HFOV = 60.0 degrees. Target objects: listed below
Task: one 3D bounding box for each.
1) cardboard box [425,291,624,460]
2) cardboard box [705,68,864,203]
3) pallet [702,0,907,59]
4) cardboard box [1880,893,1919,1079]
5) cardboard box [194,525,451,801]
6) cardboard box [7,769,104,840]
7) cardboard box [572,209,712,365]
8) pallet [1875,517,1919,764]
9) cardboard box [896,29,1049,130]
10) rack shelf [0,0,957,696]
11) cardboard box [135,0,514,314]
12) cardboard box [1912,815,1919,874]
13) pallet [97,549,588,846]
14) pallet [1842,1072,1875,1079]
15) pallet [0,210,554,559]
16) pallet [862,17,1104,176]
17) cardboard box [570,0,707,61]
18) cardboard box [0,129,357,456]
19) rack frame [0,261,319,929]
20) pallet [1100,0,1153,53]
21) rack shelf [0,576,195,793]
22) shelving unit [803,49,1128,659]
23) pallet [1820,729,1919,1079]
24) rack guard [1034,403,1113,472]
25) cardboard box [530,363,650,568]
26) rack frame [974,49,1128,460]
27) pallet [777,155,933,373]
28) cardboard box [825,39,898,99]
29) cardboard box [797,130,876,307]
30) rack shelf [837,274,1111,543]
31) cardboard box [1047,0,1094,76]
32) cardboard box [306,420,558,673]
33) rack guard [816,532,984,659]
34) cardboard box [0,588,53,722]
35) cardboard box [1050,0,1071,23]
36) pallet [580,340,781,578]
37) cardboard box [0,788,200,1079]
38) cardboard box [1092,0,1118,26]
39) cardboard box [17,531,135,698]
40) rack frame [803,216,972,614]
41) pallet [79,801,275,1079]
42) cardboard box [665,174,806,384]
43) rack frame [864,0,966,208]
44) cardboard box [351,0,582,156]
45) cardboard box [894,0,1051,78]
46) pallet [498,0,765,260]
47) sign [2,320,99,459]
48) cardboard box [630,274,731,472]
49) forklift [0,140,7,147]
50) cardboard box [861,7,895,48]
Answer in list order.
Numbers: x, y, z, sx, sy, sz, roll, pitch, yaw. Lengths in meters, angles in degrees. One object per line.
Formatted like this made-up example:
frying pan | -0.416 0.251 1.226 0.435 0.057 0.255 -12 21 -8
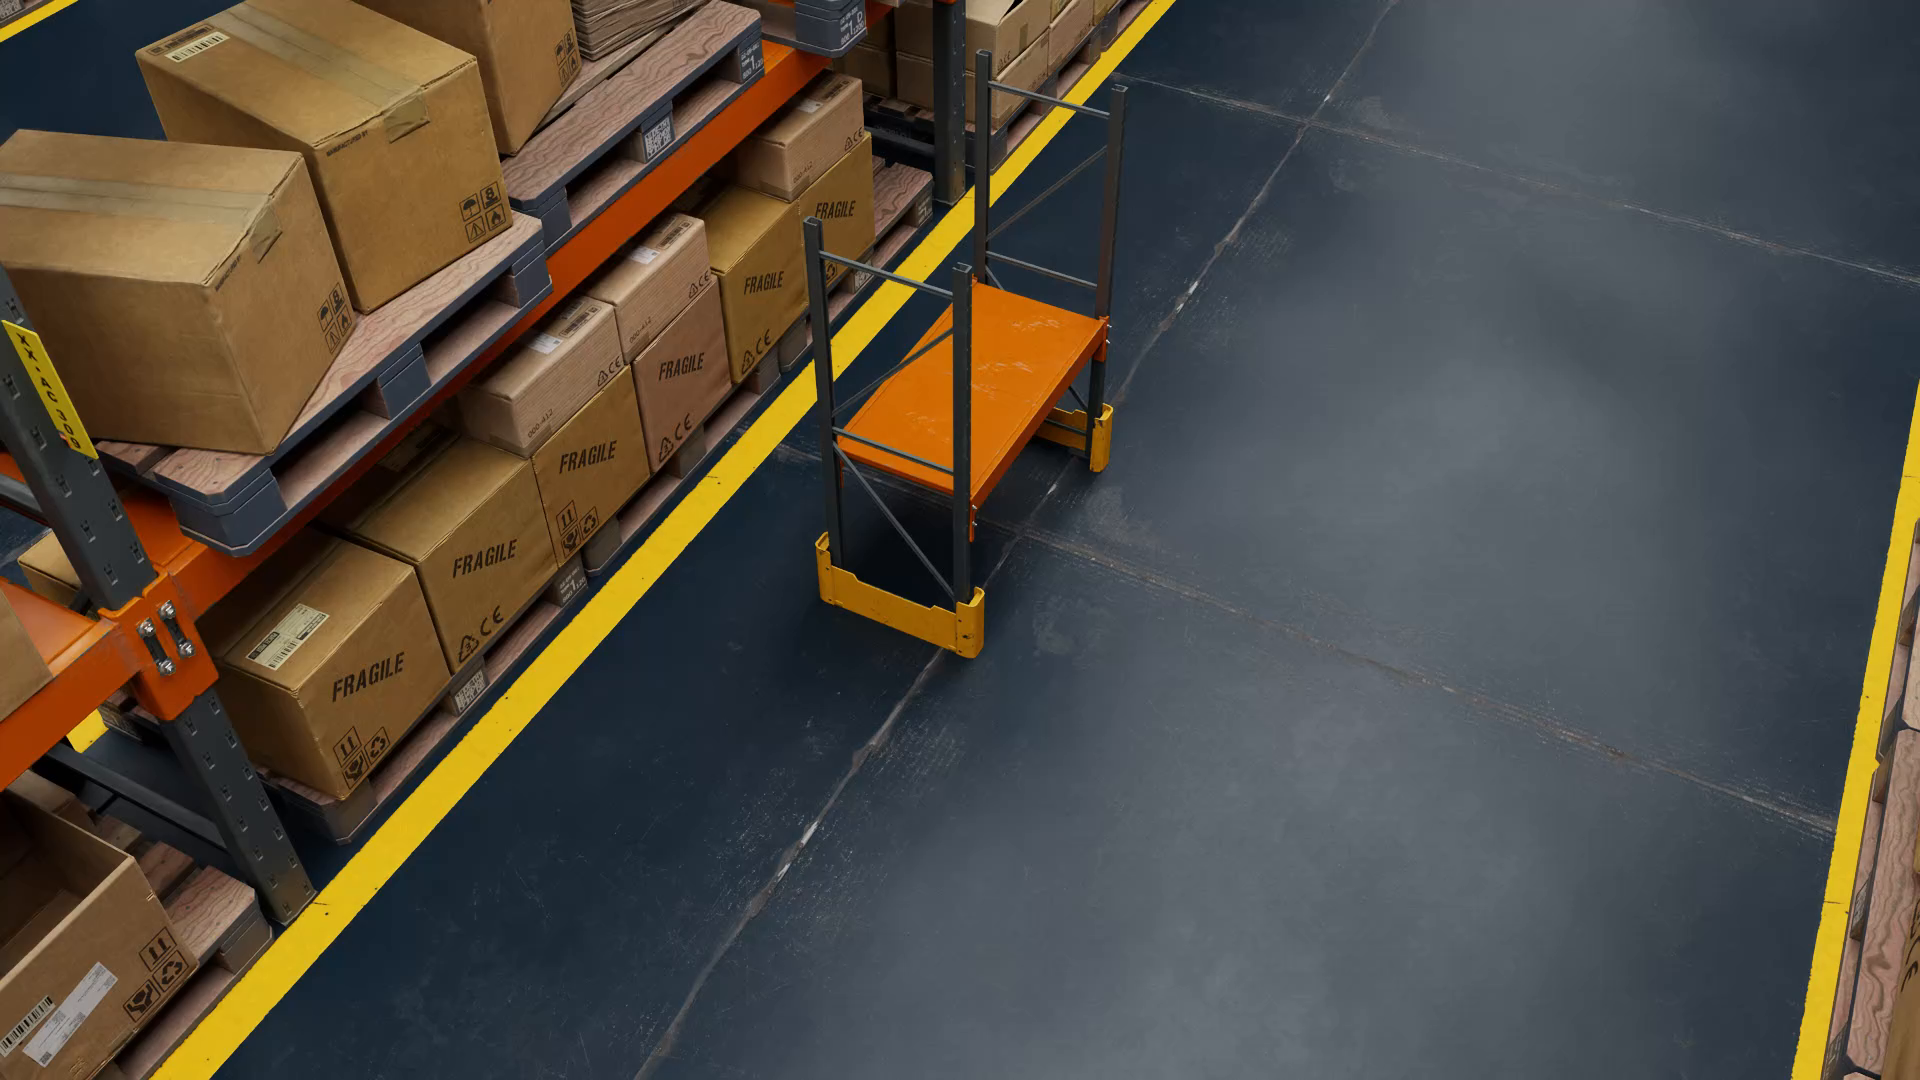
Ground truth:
cardboard box | -1.398 -0.561 5.116 0.500 0.250 0.500 21 49 19
cardboard box | -0.695 -1.523 6.067 0.500 0.250 0.500 22 49 21
pallet | -0.699 -2.169 5.920 1.213 0.211 1.003 20 49 19
cardboard box | 2.683 1.061 3.809 0.750 0.750 0.750 22 49 20
cardboard box | -1.863 0.333 4.760 0.500 0.500 0.500 18 48 17
cardboard box | -2.689 0.816 4.415 0.500 0.311 0.500 20 49 19
cardboard box | -1.166 -0.877 5.429 0.500 0.250 0.500 20 49 18
pallet | 3.510 0.398 5.208 1.003 0.211 1.213 20 49 19
cardboard box | 0.057 -2.101 7.356 0.500 0.250 0.500 20 49 19
rack shelf | -1.375 -1.174 5.307 1.077 0.370 4.000 20 49 19
cardboard box | -1.622 -1.029 4.292 0.700 0.500 0.500 28 52 25
cardboard box | 3.073 0.524 4.339 0.750 0.750 0.750 20 49 19
pallet | -1.959 0.288 5.317 1.003 0.211 1.213 20 49 19
pallet | 2.378 1.935 3.689 1.003 0.211 1.213 20 49 19
pallet | -1.835 -0.567 4.336 1.003 0.211 1.213 20 49 19
pallet | -0.029 -2.213 7.788 1.003 0.211 1.213 20 49 19
cardboard box | -1.232 -1.923 5.176 0.700 0.500 0.500 30 52 26
cardboard box | -1.885 -0.574 3.843 0.700 0.500 0.500 6 46 6
rack frame | -2.303 -0.167 3.806 1.000 3.000 0.127 20 49 19
pallet | 0.538 -2.978 8.545 1.003 0.211 1.213 20 49 19
rack shelf | -3.231 1.346 2.817 1.077 0.370 4.000 20 49 19
shelving unit | 0.035 -0.575 5.264 0.587 1.500 1.083 20 49 19
pallet | 2.943 1.164 4.451 1.003 0.211 1.213 20 49 19
rack guard | 0.267 -0.450 6.019 0.587 0.250 0.087 20 49 19
cardboard box | -1.386 -0.319 5.405 0.500 0.500 0.500 21 49 20
rack frame | 0.276 -0.901 5.586 0.500 1.500 0.032 20 49 19
pallet | -0.826 -1.249 6.836 1.003 0.211 1.213 20 49 19
cardboard box | -0.418 -2.280 7.532 0.500 0.250 0.500 22 49 20
cardboard box | -0.672 -1.296 6.370 0.500 0.500 0.500 22 49 21
rack shelf | 0.040 -0.455 5.398 0.538 0.185 1.000 20 49 19
cardboard box | 0.290 -2.418 7.669 0.500 0.250 0.500 19 48 18
cardboard box | -1.625 -0.007 5.096 0.500 0.500 0.500 21 49 20
rack guard | -0.196 0.178 5.398 0.587 0.250 0.087 20 49 19
cardboard box | -2.308 0.197 3.376 0.500 0.500 0.500 21 49 20
cardboard box | 0.293 -2.632 7.486 0.500 0.311 0.500 19 48 18
pallet | -1.394 -0.483 6.079 1.003 0.211 1.213 20 49 19
cardboard box | -2.316 1.009 4.091 0.500 0.500 0.500 20 49 19
cardboard box | 0.526 -2.748 7.994 0.500 0.250 0.500 19 48 18
cardboard box | -2.328 0.151 4.940 0.500 0.500 0.500 20 49 19
rack frame | -0.196 -0.261 4.953 0.500 1.500 0.032 20 49 19
pallet | -2.623 1.245 4.371 1.003 0.211 1.213 20 49 19
cardboard box | -0.913 -0.970 6.048 0.500 0.500 0.500 19 48 18
rack frame | -0.446 -2.687 6.297 1.000 3.000 0.127 20 49 19
cardboard box | -1.538 -1.483 4.741 0.700 0.500 0.500 9 46 9
cardboard box | 0.057 -2.298 7.156 0.500 0.311 0.500 22 49 20
pallet | -1.345 -1.393 5.153 1.003 0.211 1.213 20 49 19
sign | -1.819 -0.297 3.326 0.100 0.325 0.005 20 49 19
cardboard box | -1.151 -0.638 5.719 0.500 0.500 0.500 19 48 18
forklift | -4.170 -1.508 5.180 1.130 2.935 3.031 12 47 12
cardboard box | -0.421 -2.477 7.332 0.500 0.311 0.500 22 49 20
